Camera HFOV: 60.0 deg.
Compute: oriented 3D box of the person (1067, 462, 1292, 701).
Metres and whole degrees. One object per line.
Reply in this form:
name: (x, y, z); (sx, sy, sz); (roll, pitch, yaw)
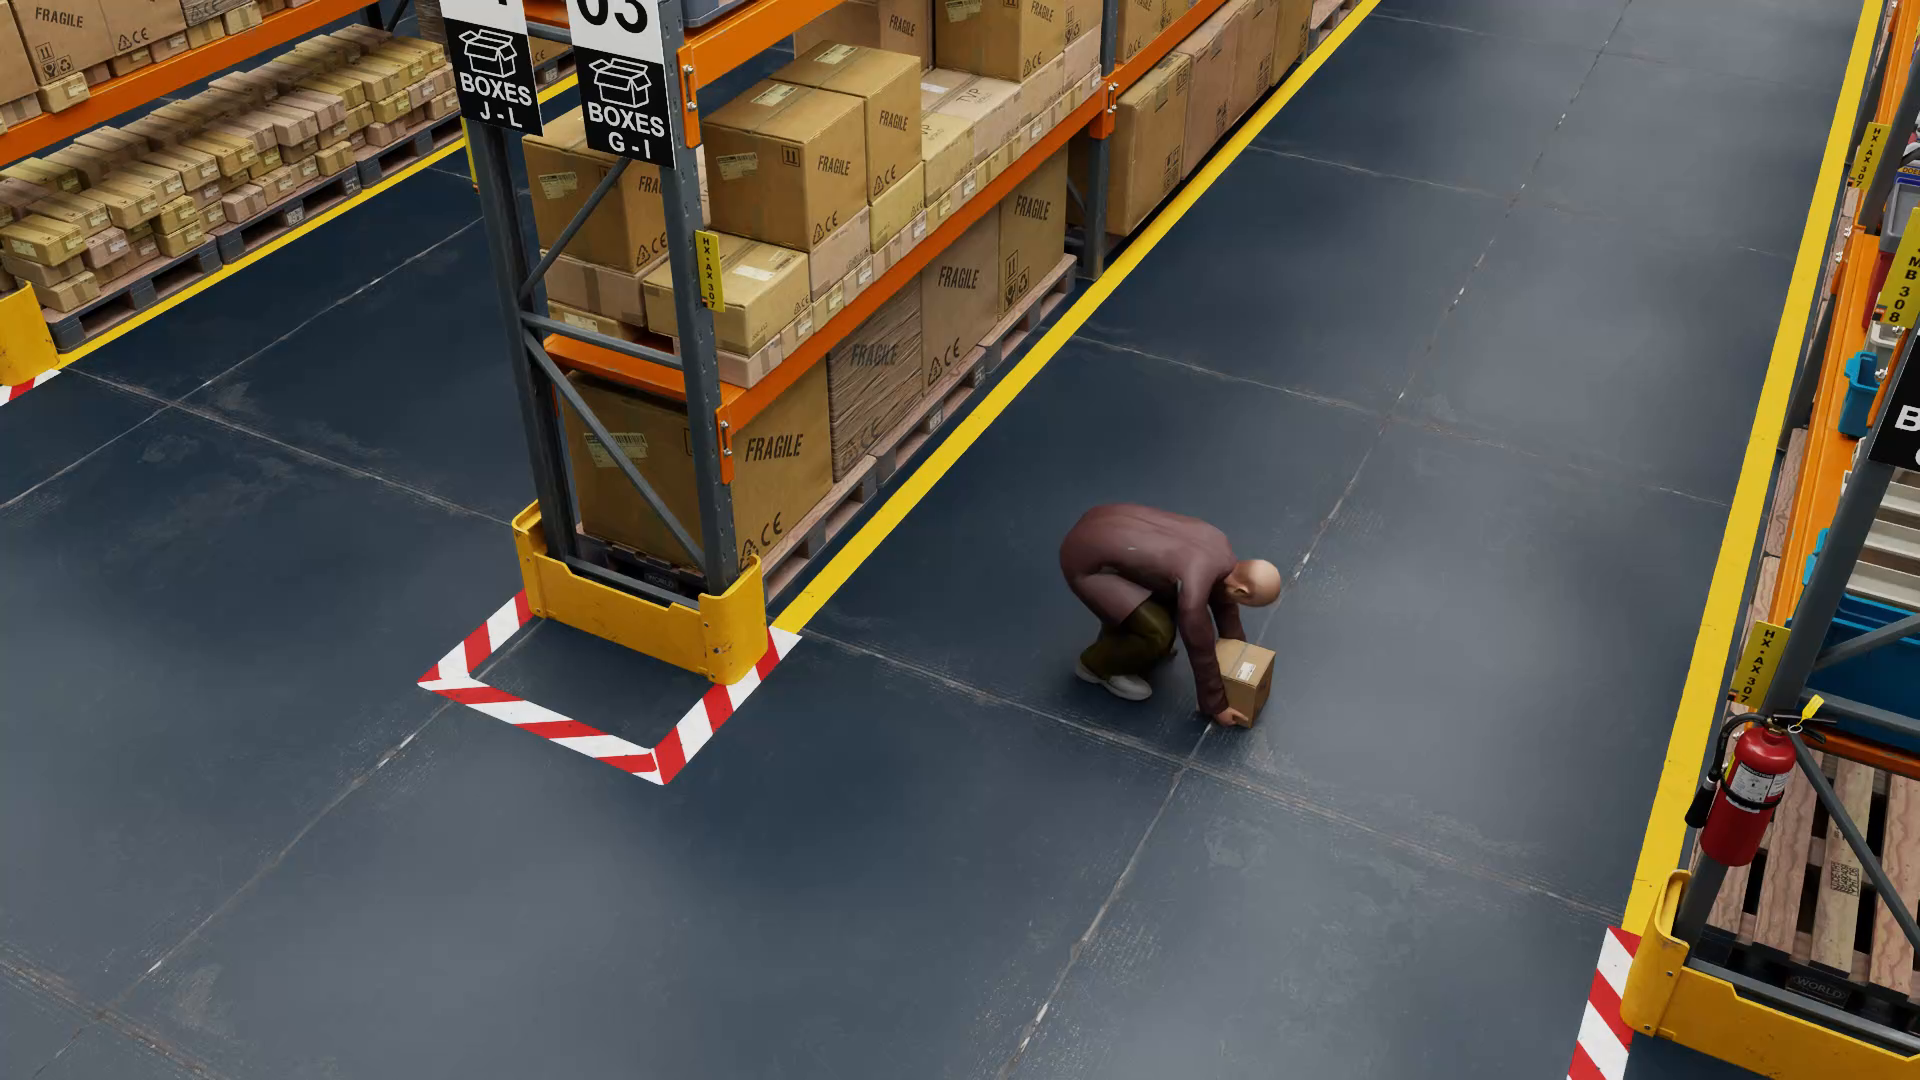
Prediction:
person: (0.912, 0.200, 7.085); (0.947, 1.065, 0.583); (16, 40, 19)
